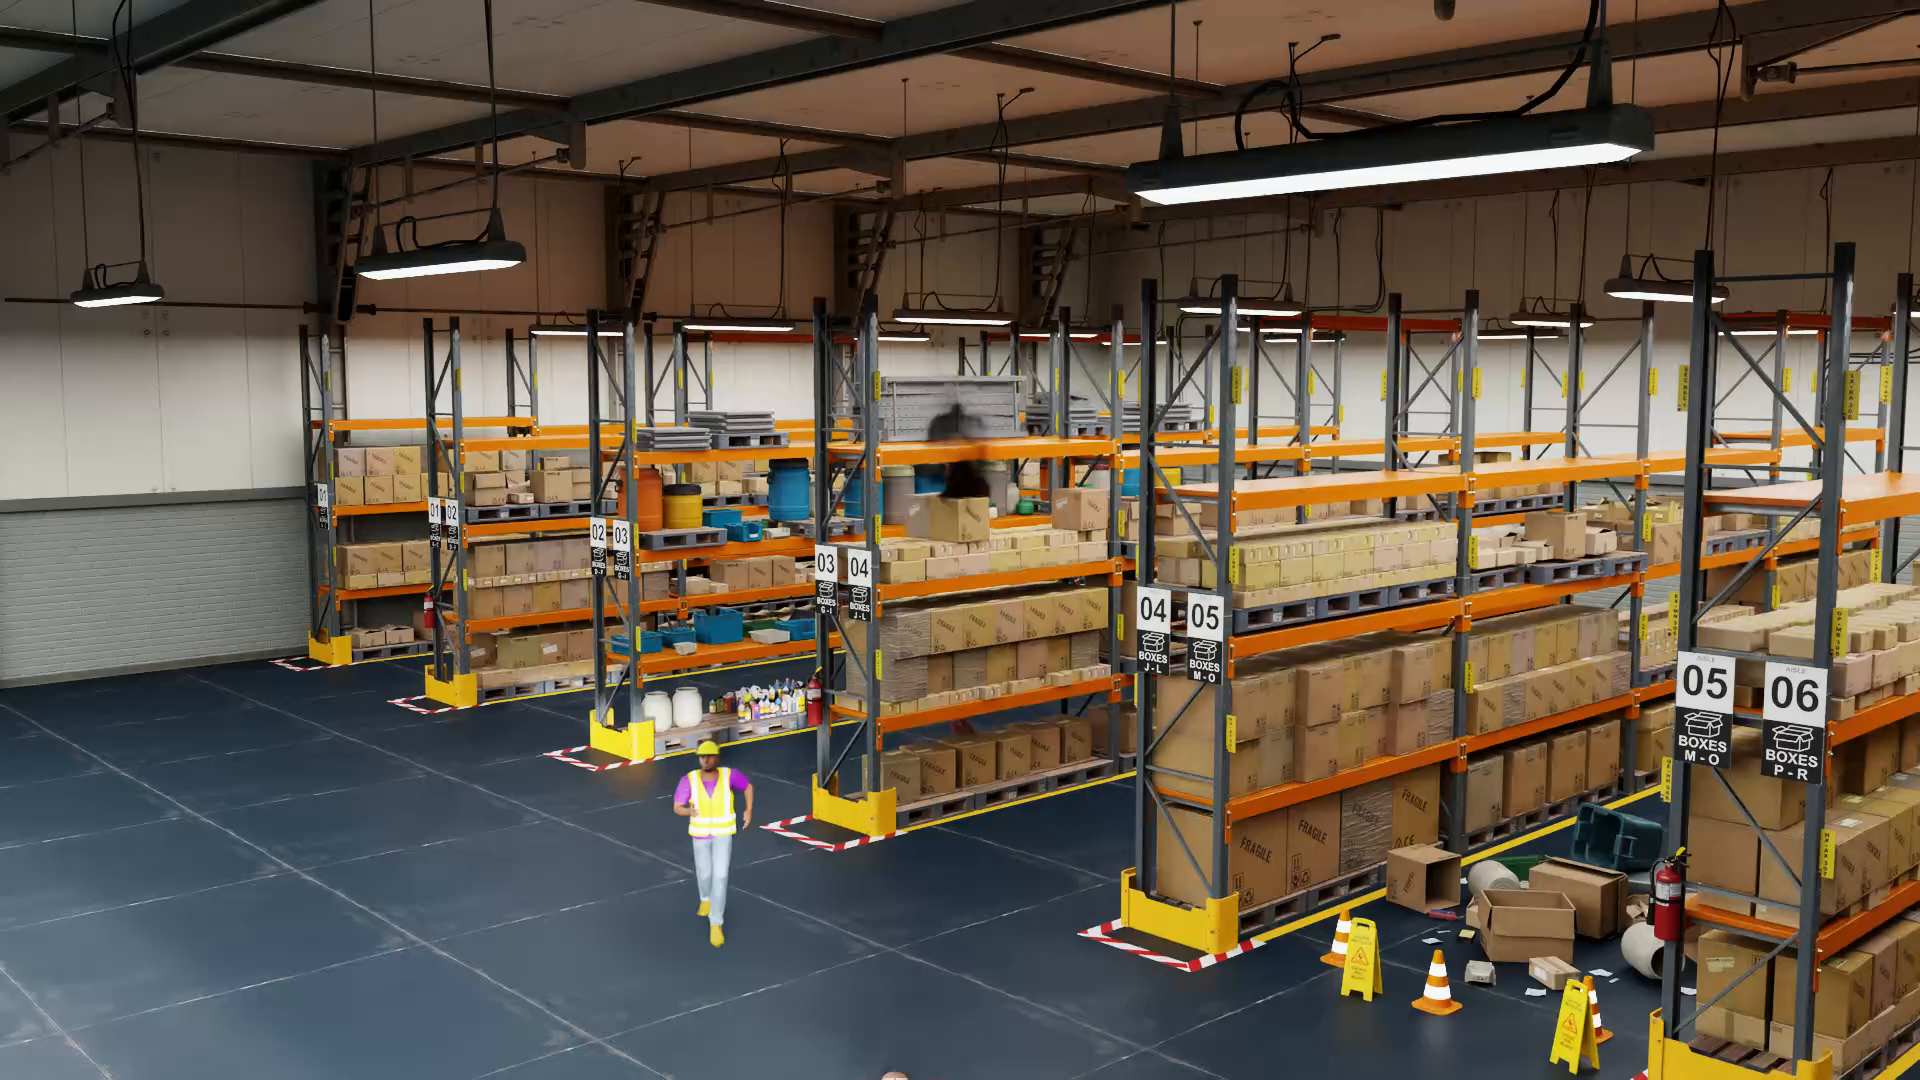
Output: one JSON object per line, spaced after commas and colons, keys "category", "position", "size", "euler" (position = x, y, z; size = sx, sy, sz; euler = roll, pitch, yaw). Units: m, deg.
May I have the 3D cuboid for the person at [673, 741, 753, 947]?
{"category": "person", "position": [-2.291, 2.743, 15.361], "size": [0.706, 1.779, 0.944], "euler": [0, 6, -1]}

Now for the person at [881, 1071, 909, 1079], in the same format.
{"category": "person", "position": [-0.330, 3.481, 8.282], "size": [0.676, 1.696, 0.907], "euler": [0, 6, 0]}

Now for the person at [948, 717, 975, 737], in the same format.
{"category": "person", "position": [0.017, 2.112, 22.118], "size": [0.706, 1.710, 0.556], "euler": [-5, 8, -43]}
